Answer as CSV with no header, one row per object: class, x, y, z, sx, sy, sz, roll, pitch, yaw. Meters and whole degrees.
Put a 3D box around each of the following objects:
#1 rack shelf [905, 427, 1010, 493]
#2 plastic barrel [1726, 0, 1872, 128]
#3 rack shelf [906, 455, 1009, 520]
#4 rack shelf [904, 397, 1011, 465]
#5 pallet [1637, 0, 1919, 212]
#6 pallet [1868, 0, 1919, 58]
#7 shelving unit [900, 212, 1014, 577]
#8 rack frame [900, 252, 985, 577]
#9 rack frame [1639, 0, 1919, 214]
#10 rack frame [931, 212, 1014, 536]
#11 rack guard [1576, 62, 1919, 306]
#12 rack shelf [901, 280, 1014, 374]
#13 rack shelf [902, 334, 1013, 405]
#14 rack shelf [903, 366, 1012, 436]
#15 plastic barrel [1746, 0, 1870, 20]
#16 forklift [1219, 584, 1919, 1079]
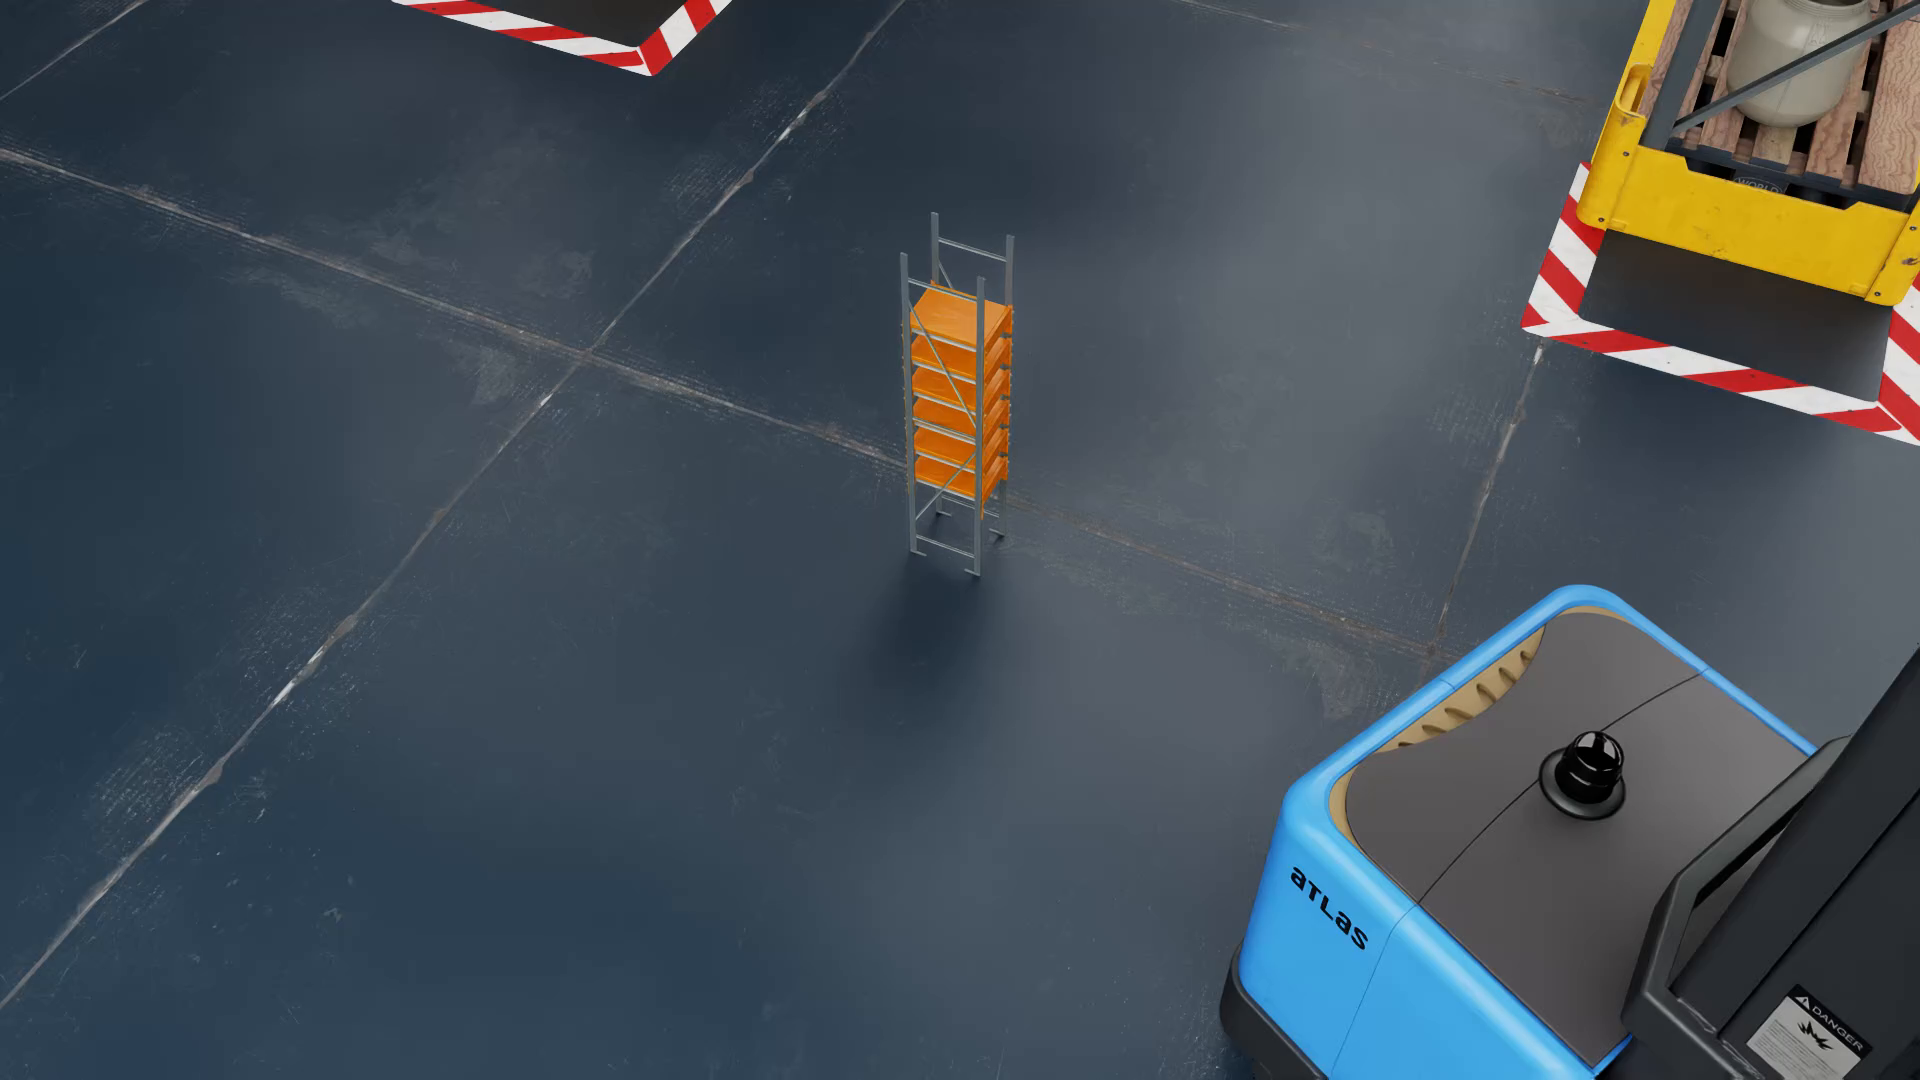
rack shelf,-0.006,-0.272,4.910,0.258,0.103,0.180,20,52,16
plastic barrel,3.135,-1.844,6.208,0.421,0.512,0.421,0,50,0
rack shelf,-0.006,-0.195,5.001,0.258,0.103,0.180,20,52,16
rack shelf,-0.006,-0.350,4.818,0.258,0.103,0.180,20,52,16
pallet,3.265,-1.758,6.607,1.003,0.211,1.213,20,52,16
pallet,3.787,-2.595,7.320,1.003,0.211,1.213,20,52,16
shelving unit,-0.006,-0.379,4.785,0.258,1.200,0.189,20,52,16
rack frame,-0.045,-0.316,4.731,0.240,1.200,0.006,20,52,16
rack frame,2.923,-2.036,5.013,1.000,3.000,0.127,20,52,16
rack frame,0.033,-0.442,4.838,0.240,1.200,0.006,20,52,16
rack guard,2.913,-1.294,6.023,1.175,0.500,0.348,20,52,16
rack shelf,-0.006,-0.583,4.544,0.258,0.103,0.180,20,52,16
rack shelf,-0.006,-0.506,4.636,0.258,0.103,0.180,20,52,16
rack shelf,-0.006,-0.428,4.727,0.258,0.103,0.180,20,52,16
plastic barrel,3.349,-2.189,6.501,0.421,0.512,0.421,0,50,0
forklift,1.945,0.934,2.530,1.130,2.935,3.031,-31,56,-23
